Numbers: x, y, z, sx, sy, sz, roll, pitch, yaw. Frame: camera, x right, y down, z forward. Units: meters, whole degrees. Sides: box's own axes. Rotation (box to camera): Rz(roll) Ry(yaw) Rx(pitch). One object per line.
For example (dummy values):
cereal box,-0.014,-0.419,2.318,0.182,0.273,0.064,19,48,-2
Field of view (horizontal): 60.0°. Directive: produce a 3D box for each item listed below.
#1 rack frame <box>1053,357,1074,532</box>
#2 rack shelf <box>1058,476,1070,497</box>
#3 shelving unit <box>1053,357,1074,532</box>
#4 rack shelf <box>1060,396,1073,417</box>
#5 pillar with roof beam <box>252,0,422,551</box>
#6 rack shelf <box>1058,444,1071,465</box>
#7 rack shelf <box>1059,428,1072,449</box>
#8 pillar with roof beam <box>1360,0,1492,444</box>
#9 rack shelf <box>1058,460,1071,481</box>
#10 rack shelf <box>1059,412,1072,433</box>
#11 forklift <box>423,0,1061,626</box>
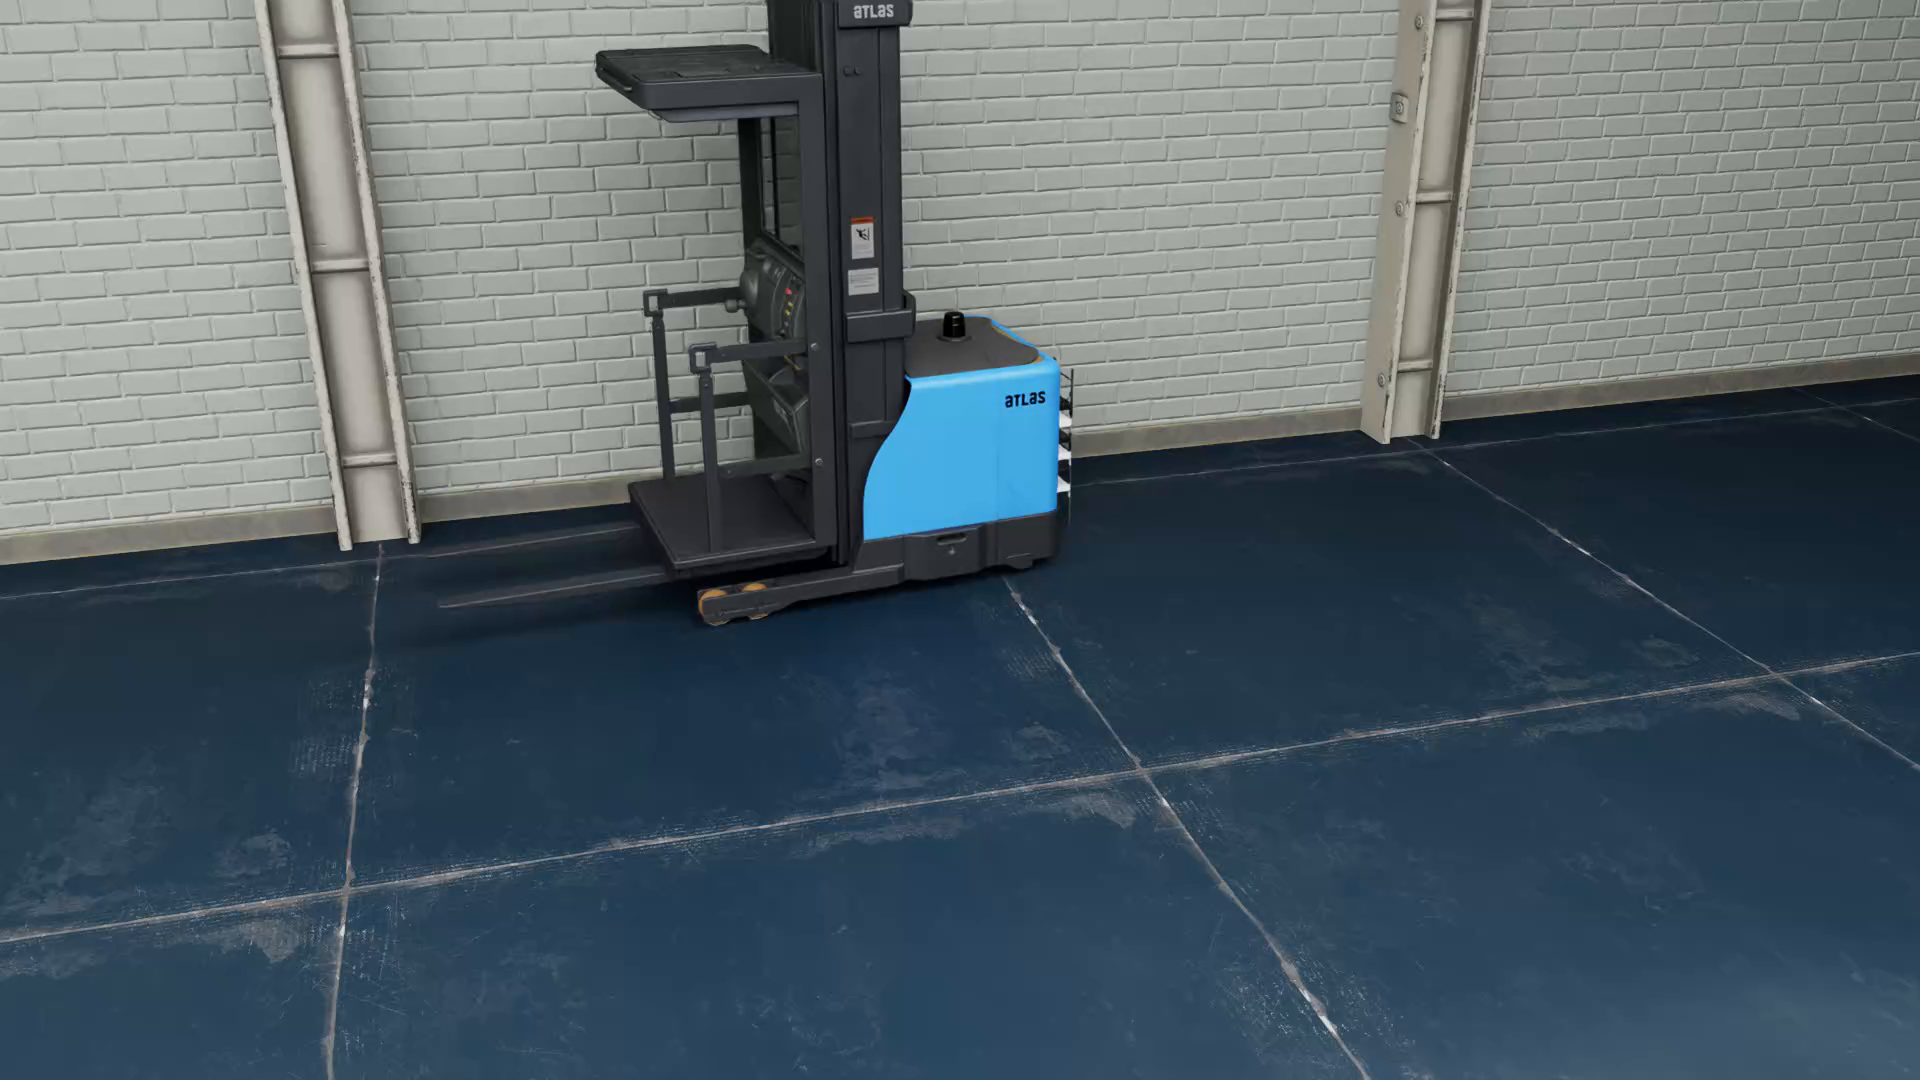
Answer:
rack frame,0.536,-0.502,8.778,0.006,0.900,0.240,-9,25,-20
rack shelf,0.441,-0.291,8.828,0.200,0.077,0.258,-9,25,-20
shelving unit,0.441,-0.487,8.744,0.210,0.900,0.258,-9,25,-20
rack shelf,0.441,-0.704,8.650,0.200,0.077,0.258,-9,25,-20
pillar with roof beam,-1.900,-2.525,3.223,0.400,9.000,9.100,-6,24,-14
rack shelf,0.441,-0.456,8.757,0.200,0.077,0.258,-9,25,-20
rack shelf,0.441,-0.539,8.721,0.200,0.077,0.258,-9,25,-20
pillar with roof beam,3.877,-3.164,4.712,0.400,9.000,9.100,-6,24,-14
rack shelf,0.441,-0.374,8.792,0.200,0.077,0.258,-9,25,-20
rack shelf,0.441,-0.622,8.686,0.200,0.077,0.258,-9,25,-20
forklift,-1.067,-1.180,7.784,3.031,2.935,1.130,-9,25,-20
